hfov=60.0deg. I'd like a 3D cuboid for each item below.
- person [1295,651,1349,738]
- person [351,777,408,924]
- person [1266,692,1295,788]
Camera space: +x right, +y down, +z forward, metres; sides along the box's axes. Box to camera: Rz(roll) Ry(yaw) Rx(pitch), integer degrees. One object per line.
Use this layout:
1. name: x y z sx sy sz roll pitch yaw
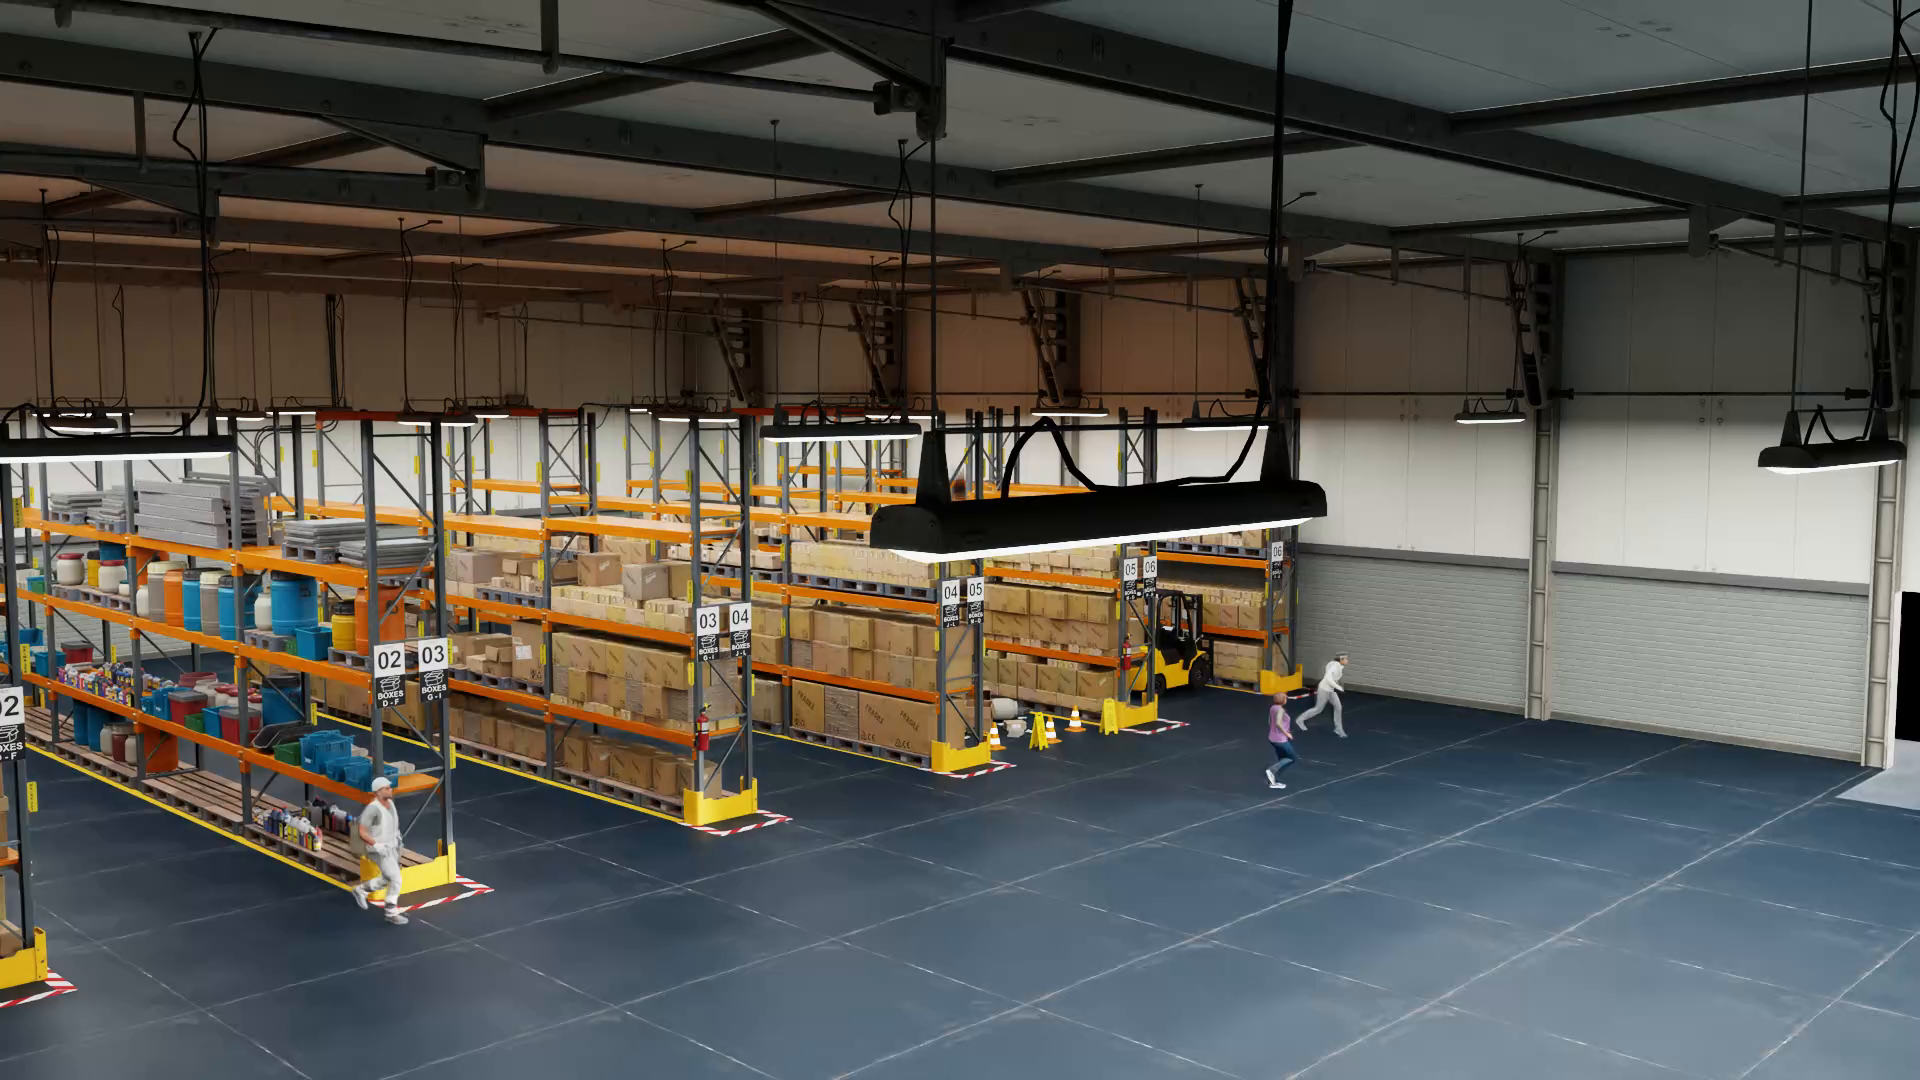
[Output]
1. person: 6.699 2.837 30.739 0.980 1.629 0.655 2 5 19
2. person: -6.974 3.704 19.911 0.751 1.761 0.688 1 5 6
3. person: 5.121 3.200 26.586 0.529 1.554 0.516 -1 5 -13
